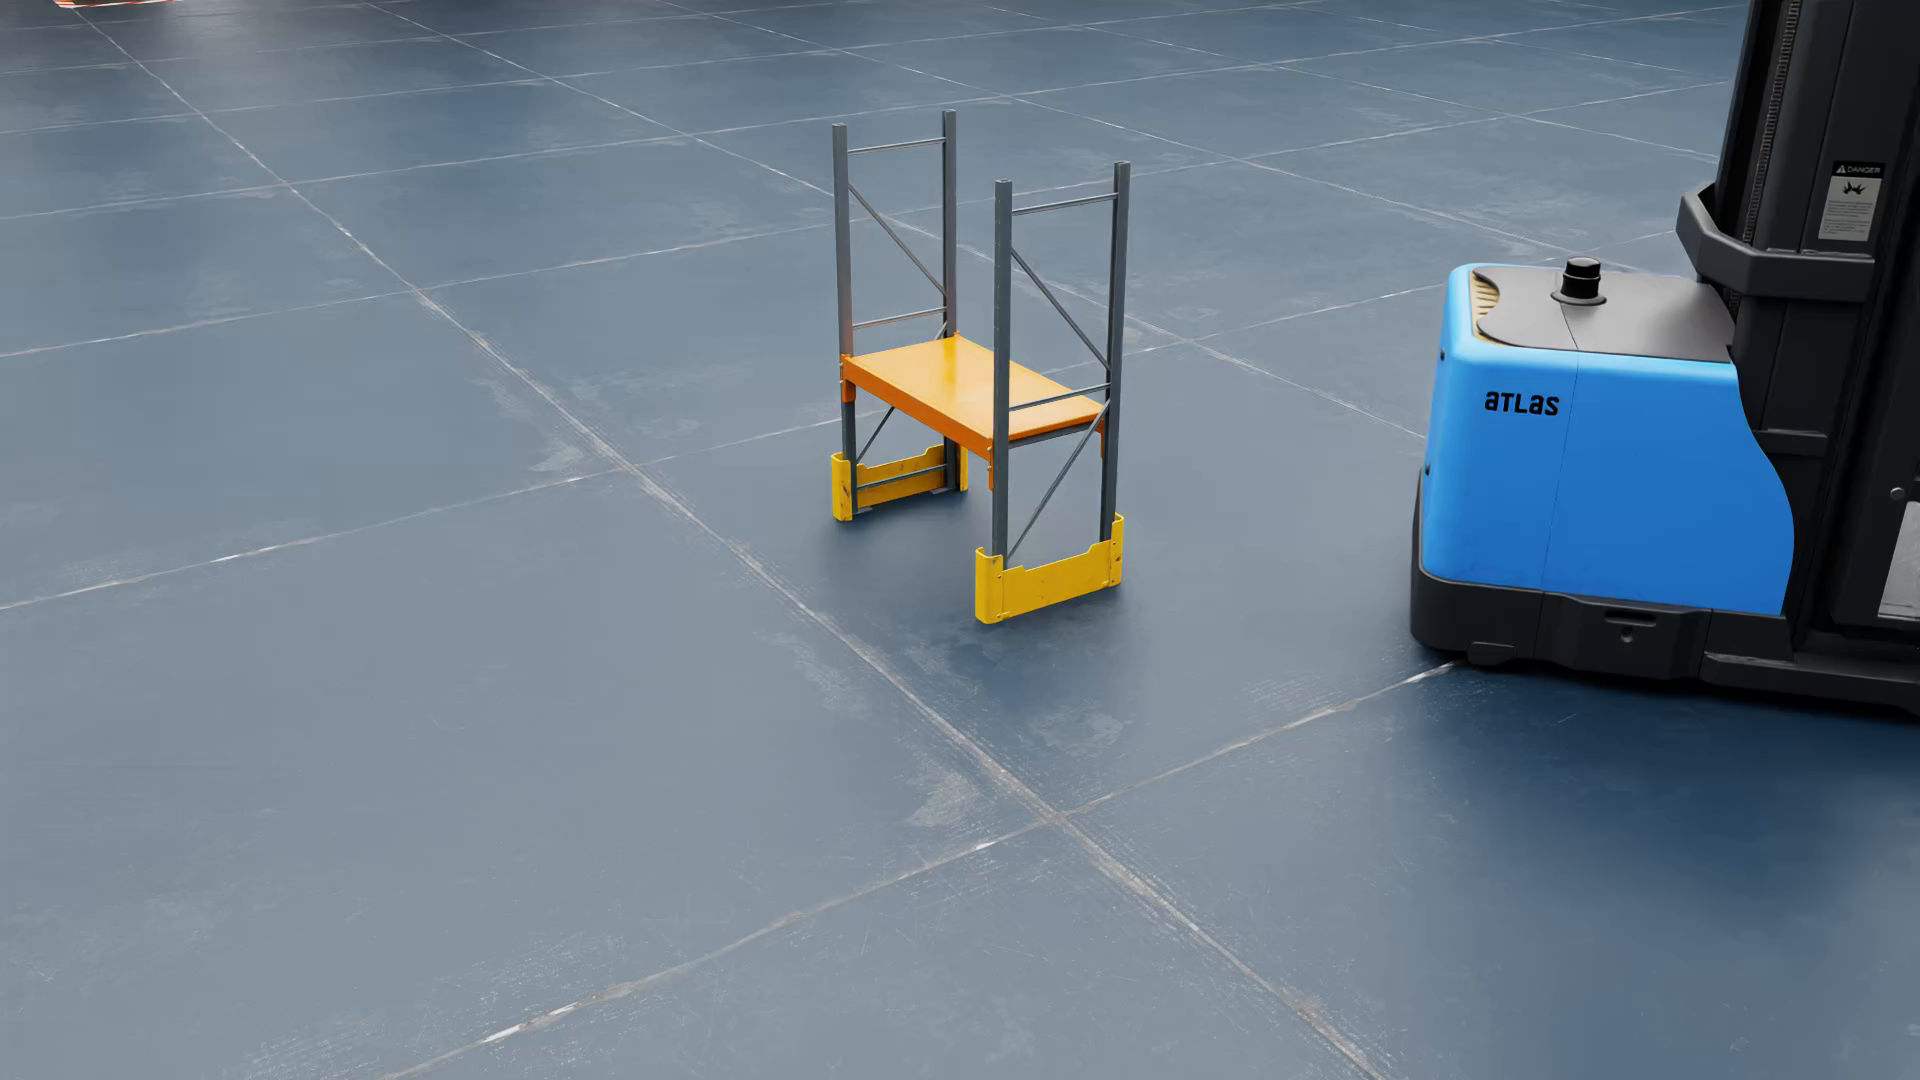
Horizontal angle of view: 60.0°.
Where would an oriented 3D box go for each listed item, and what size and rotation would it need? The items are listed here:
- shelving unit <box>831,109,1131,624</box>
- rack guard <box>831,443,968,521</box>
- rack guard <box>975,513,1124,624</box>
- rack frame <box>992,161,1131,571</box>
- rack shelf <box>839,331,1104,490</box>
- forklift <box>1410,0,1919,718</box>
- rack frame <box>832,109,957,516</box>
[{"bbox_3d":[0.042,-0.651,5.872,0.587,1.500,1.083,-16,29,-30],"label":"shelving unit"},{"bbox_3d":[-0.230,-0.264,6.516,0.587,0.250,0.087,-16,29,-30],"label":"rack guard"},{"bbox_3d":[0.313,0.092,5.762,0.587,0.250,0.087,-16,29,-30],"label":"rack guard"},{"bbox_3d":[0.324,-0.466,5.480,0.500,1.500,0.032,-16,29,-30],"label":"rack frame"},{"bbox_3d":[0.047,-0.485,5.942,0.538,0.185,1.000,-16,29,-30],"label":"rack shelf"},{"bbox_3d":[3.048,-0.977,4.885,3.031,2.935,1.130,6,26,13],"label":"forklift"},{"bbox_3d":[-0.231,-0.830,6.250,0.500,1.500,0.032,-16,29,-30],"label":"rack frame"}]
